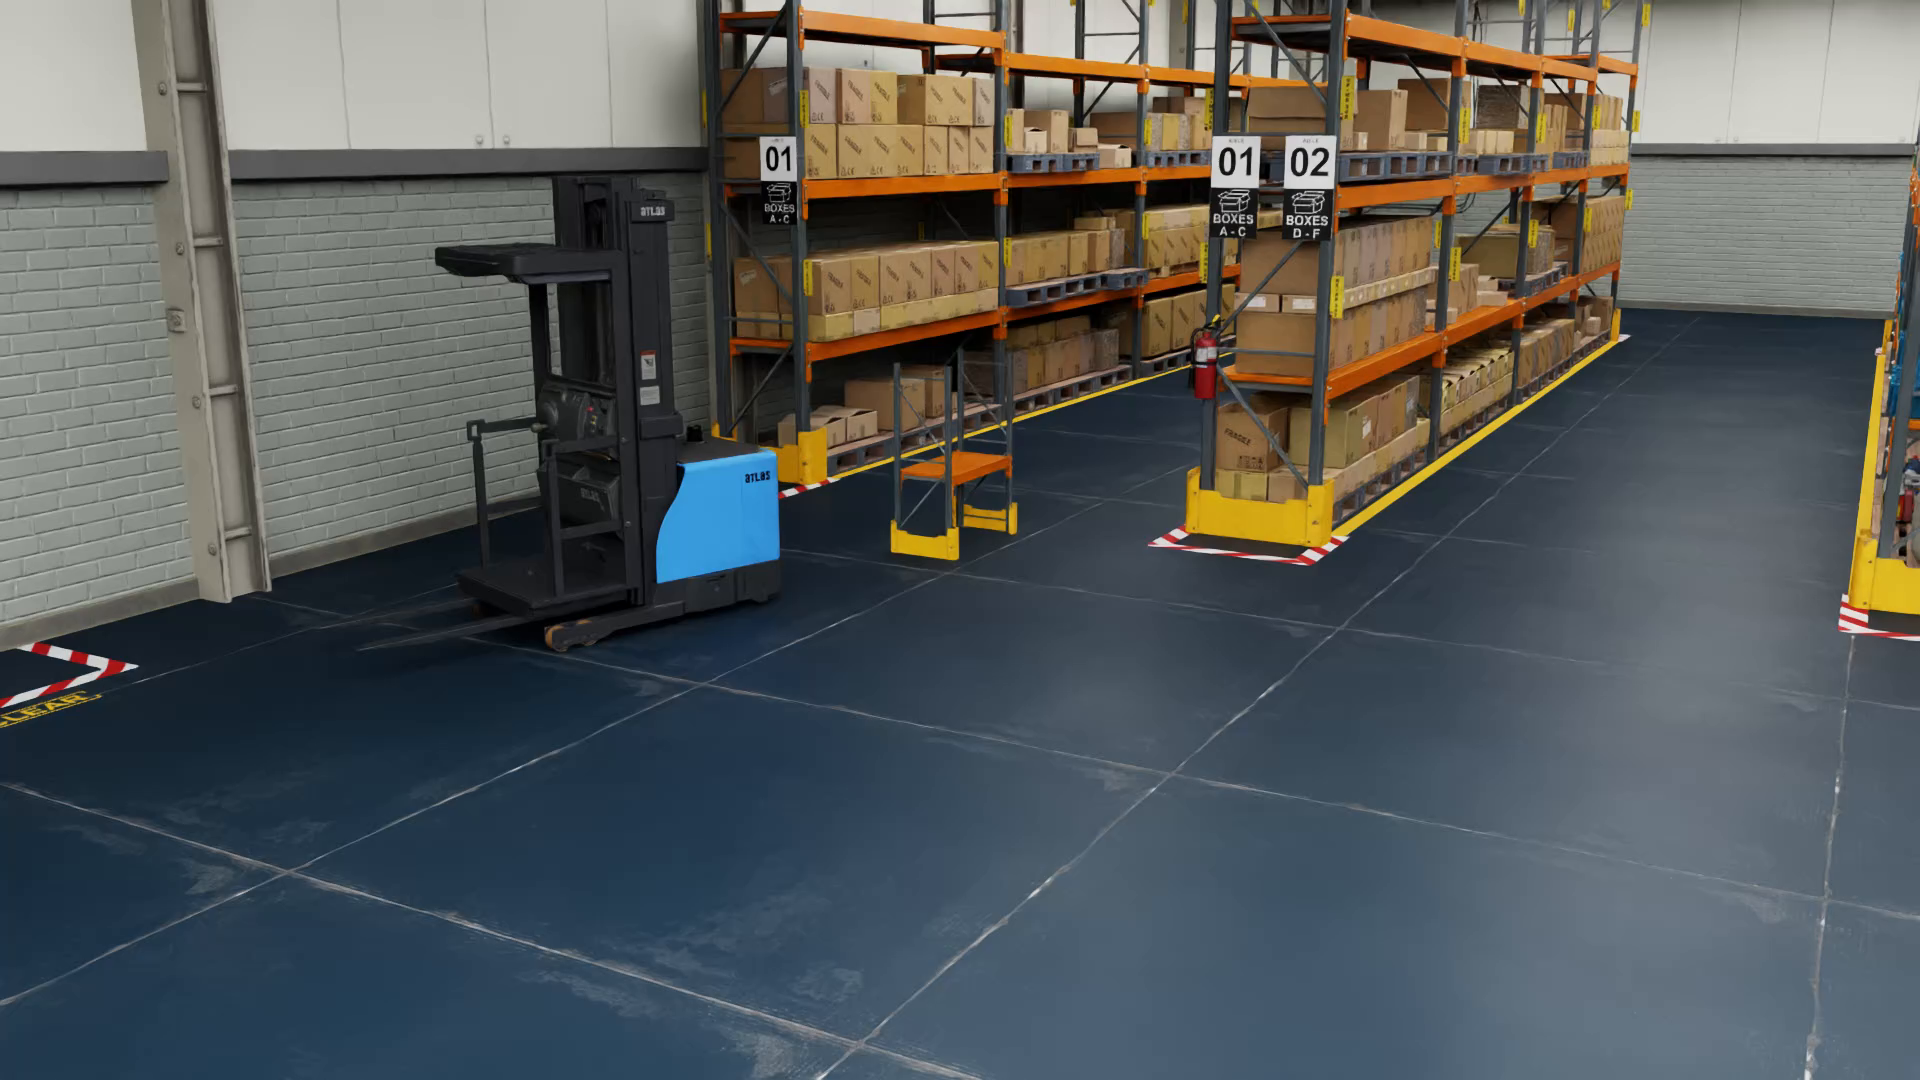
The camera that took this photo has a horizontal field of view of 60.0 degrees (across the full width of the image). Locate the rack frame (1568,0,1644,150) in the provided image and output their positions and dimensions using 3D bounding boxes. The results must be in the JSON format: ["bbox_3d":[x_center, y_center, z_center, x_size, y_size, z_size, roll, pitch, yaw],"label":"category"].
[{"bbox_3d":[10.192,-7.699,26.268,1.000,3.000,0.127,7,15,28],"label":"rack frame"}]

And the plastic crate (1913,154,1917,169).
[{"bbox_3d":[12.533,-4.876,21.411,0.450,0.188,0.662,7,15,28],"label":"plastic crate"}]

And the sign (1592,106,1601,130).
[{"bbox_3d":[8.746,-5.801,22.851,0.100,0.325,0.005,7,15,28],"label":"sign"}]

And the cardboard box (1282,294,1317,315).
[{"bbox_3d":[2.836,-1.920,13.500,0.380,0.149,0.250,7,15,28],"label":"cardboard box"}]

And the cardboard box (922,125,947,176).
[{"bbox_3d":[-0.465,-4.046,17.258,0.500,0.500,0.500,7,15,26],"label":"cardboard box"}]

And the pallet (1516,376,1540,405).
[{"bbox_3d":[6.719,-1.934,21.107,1.003,0.211,1.213,7,15,28],"label":"pallet"}]

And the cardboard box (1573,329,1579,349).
[{"bbox_3d":[8.651,-2.930,24.086,0.500,0.311,0.500,7,15,28],"label":"cardboard box"}]

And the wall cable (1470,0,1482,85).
[{"bbox_3d":[11.269,-10.018,31.738,3.097,2.526,0.112,7,15,28],"label":"wall cable"}]

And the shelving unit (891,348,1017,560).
[{"bbox_3d":[-0.037,-0.713,13.293,0.587,1.500,1.083,7,15,28],"label":"shelving unit"}]

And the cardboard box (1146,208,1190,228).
[{"bbox_3d":[2.929,-4.546,23.501,0.500,0.250,0.500,7,15,28],"label":"cardboard box"}]

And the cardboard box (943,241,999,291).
[{"bbox_3d":[0.095,-3.050,18.463,0.500,0.500,0.500,7,15,28],"label":"cardboard box"}]

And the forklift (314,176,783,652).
[{"bbox_3d":[-2.680,-0.851,10.809,3.031,2.935,1.130,-12,18,-41],"label":"forklift"}]

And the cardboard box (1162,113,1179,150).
[{"bbox_3d":[2.660,-5.755,23.453,0.700,0.500,0.500,8,16,31],"label":"cardboard box"}]

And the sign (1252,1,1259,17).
[{"bbox_3d":[4.401,-7.872,24.825,0.100,0.325,0.005,7,15,28],"label":"sign"}]

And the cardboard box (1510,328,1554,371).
[{"bbox_3d":[7.538,-2.519,21.976,0.500,0.500,0.500,7,15,26],"label":"cardboard box"}]

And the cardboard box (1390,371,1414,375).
[{"bbox_3d":[4.582,-1.684,17.891,0.500,0.311,0.500,8,16,30],"label":"cardboard box"}]

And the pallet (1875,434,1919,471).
[{"bbox_3d":[9.660,-0.820,16.483,1.003,0.211,1.213,7,15,28],"label":"pallet"}]

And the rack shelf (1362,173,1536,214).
[{"bbox_3d":[5.358,-3.839,18.193,1.077,0.370,4.000,7,15,28],"label":"rack shelf"}]

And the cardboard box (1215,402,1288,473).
[{"bbox_3d":[2.456,-0.876,14.136,0.500,0.500,0.500,7,15,28],"label":"cardboard box"}]

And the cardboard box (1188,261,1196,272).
[{"bbox_3d":[3.214,-4.000,24.217,0.380,0.149,0.250,8,16,30],"label":"cardboard box"}]

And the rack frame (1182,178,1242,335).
[{"bbox_3d":[3.921,-4.522,25.891,1.000,3.000,0.127,7,15,28],"label":"rack frame"}]

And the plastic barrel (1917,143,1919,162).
[{"bbox_3d":[10.241,-4.063,17.347,0.421,0.512,0.421,0,14,0],"label":"plastic barrel"}]

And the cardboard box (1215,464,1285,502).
[{"bbox_3d":[2.458,-0.511,14.223,0.500,0.250,0.500,7,15,28],"label":"cardboard box"}]

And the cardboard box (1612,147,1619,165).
[{"bbox_3d":[9.693,-5.827,25.224,0.500,0.250,0.500,7,15,28],"label":"cardboard box"}]

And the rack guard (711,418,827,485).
[{"bbox_3d":[-1.844,-0.861,16.037,1.175,0.500,0.348,7,15,28],"label":"rack guard"}]

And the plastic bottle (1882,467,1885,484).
[{"bbox_3d":[8.139,-0.575,14.552,0.097,0.201,0.097,0,14,0],"label":"plastic bottle"}]

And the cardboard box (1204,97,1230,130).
[{"bbox_3d":[4.054,-6.695,26.113,0.500,0.500,0.500,7,15,28],"label":"cardboard box"}]

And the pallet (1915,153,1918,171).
[{"bbox_3d":[12.300,-4.594,20.193,1.213,0.211,1.003,7,15,28],"label":"pallet"}]

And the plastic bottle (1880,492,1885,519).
[{"bbox_3d":[7.337,-0.284,13.167,0.061,0.283,0.133,8,16,29],"label":"plastic bottle"}]

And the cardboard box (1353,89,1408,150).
[{"bbox_3d":[3.500,-3.589,14.210,0.500,0.500,0.500,7,15,28],"label":"cardboard box"}]

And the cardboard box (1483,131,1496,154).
[{"bbox_3d":[5.631,-4.405,18.431,0.500,0.250,0.500,7,15,27],"label":"cardboard box"}]

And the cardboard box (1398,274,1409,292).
[{"bbox_3d":[3.954,-2.396,15.474,0.380,0.149,0.250,7,15,28],"label":"cardboard box"}]

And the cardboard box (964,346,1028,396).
[{"bbox_3d":[0.394,-2.033,19.959,0.700,0.500,0.500,8,16,30],"label":"cardboard box"}]

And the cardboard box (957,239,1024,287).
[{"bbox_3d":[0.329,-3.244,19.437,0.700,0.500,0.500,7,15,28],"label":"cardboard box"}]

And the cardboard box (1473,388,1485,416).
[{"bbox_3d":[5.546,-1.558,18.567,0.500,0.250,0.500,8,16,29],"label":"cardboard box"}]

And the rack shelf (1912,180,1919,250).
[{"bbox_3d":[7.759,-2.457,12.458,1.077,0.370,4.000,7,15,28],"label":"rack shelf"}]

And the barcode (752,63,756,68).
[{"bbox_3d":[-1.975,-4.547,15.968,0.001,0.075,0.075,7,15,28],"label":"barcode"}]

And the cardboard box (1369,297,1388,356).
[{"bbox_3d":[3.441,-1.961,15.053,0.700,0.500,0.500,8,16,30],"label":"cardboard box"}]

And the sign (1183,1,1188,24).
[{"bbox_3d":[3.447,-8.038,25.342,0.100,0.325,0.005,7,15,28],"label":"sign"}]

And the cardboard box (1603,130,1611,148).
[{"bbox_3d":[9.203,-5.866,24.317,0.500,0.250,0.500,7,15,28],"label":"cardboard box"}]

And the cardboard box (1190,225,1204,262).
[{"bbox_3d":[3.193,-4.291,24.041,0.500,0.500,0.500,8,16,30],"label":"cardboard box"}]

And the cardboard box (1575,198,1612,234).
[{"bbox_3d":[9.480,-4.879,25.023,0.500,0.500,0.500,8,16,30],"label":"cardboard box"}]

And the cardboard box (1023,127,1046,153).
[{"bbox_3d":[0.685,-4.729,19.645,0.500,0.311,0.500,8,16,30],"label":"cardboard box"}]

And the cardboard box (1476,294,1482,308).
[{"bbox_3d":[5.758,-2.751,19.080,0.380,0.149,0.250,9,16,32],"label":"cardboard box"}]

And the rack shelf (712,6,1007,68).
[{"bbox_3d":[-0.914,-5.036,16.763,1.077,0.370,4.000,7,15,28],"label":"rack shelf"}]

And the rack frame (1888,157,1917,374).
[{"bbox_3d":[12.593,-3.400,21.236,1.000,3.000,0.127,7,15,28],"label":"rack frame"}]

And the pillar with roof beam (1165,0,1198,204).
[{"bbox_3d":[7.270,-7.193,24.167,9.100,9.000,0.400,7,15,28],"label":"pillar with roof beam"}]

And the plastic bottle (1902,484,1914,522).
[{"bbox_3d":[7.535,-0.294,13.211,0.061,0.283,0.133,7,15,28],"label":"plastic bottle"}]

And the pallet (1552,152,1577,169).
[{"bbox_3d":[7.383,-4.990,21.831,1.213,0.211,1.003,7,15,28],"label":"pallet"}]

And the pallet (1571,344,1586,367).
[{"bbox_3d":[8.592,-2.747,24.477,1.003,0.211,1.213,7,15,28],"label":"pallet"}]

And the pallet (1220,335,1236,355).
[{"bbox_3d":[3.614,-3.000,25.526,1.003,0.211,1.213,7,15,28],"label":"pallet"}]

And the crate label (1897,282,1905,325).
[{"bbox_3d":[9.942,-2.423,17.109,0.502,0.435,0.616,7,15,28],"label":"crate label"}]

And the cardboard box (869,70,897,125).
[{"bbox_3d":[-0.957,-4.318,16.255,0.500,0.500,0.500,8,16,30],"label":"cardboard box"}]

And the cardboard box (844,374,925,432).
[{"bbox_3d":[-0.793,-1.453,17.553,0.700,0.500,0.500,6,15,25],"label":"cardboard box"}]

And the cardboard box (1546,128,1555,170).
[{"bbox_3d":[7.004,-4.953,21.063,0.910,0.500,0.500,7,15,28],"label":"cardboard box"}]

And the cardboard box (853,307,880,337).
[{"bbox_3d":[-1.128,-2.169,16.409,0.500,0.250,0.500,7,15,26],"label":"cardboard box"}]
